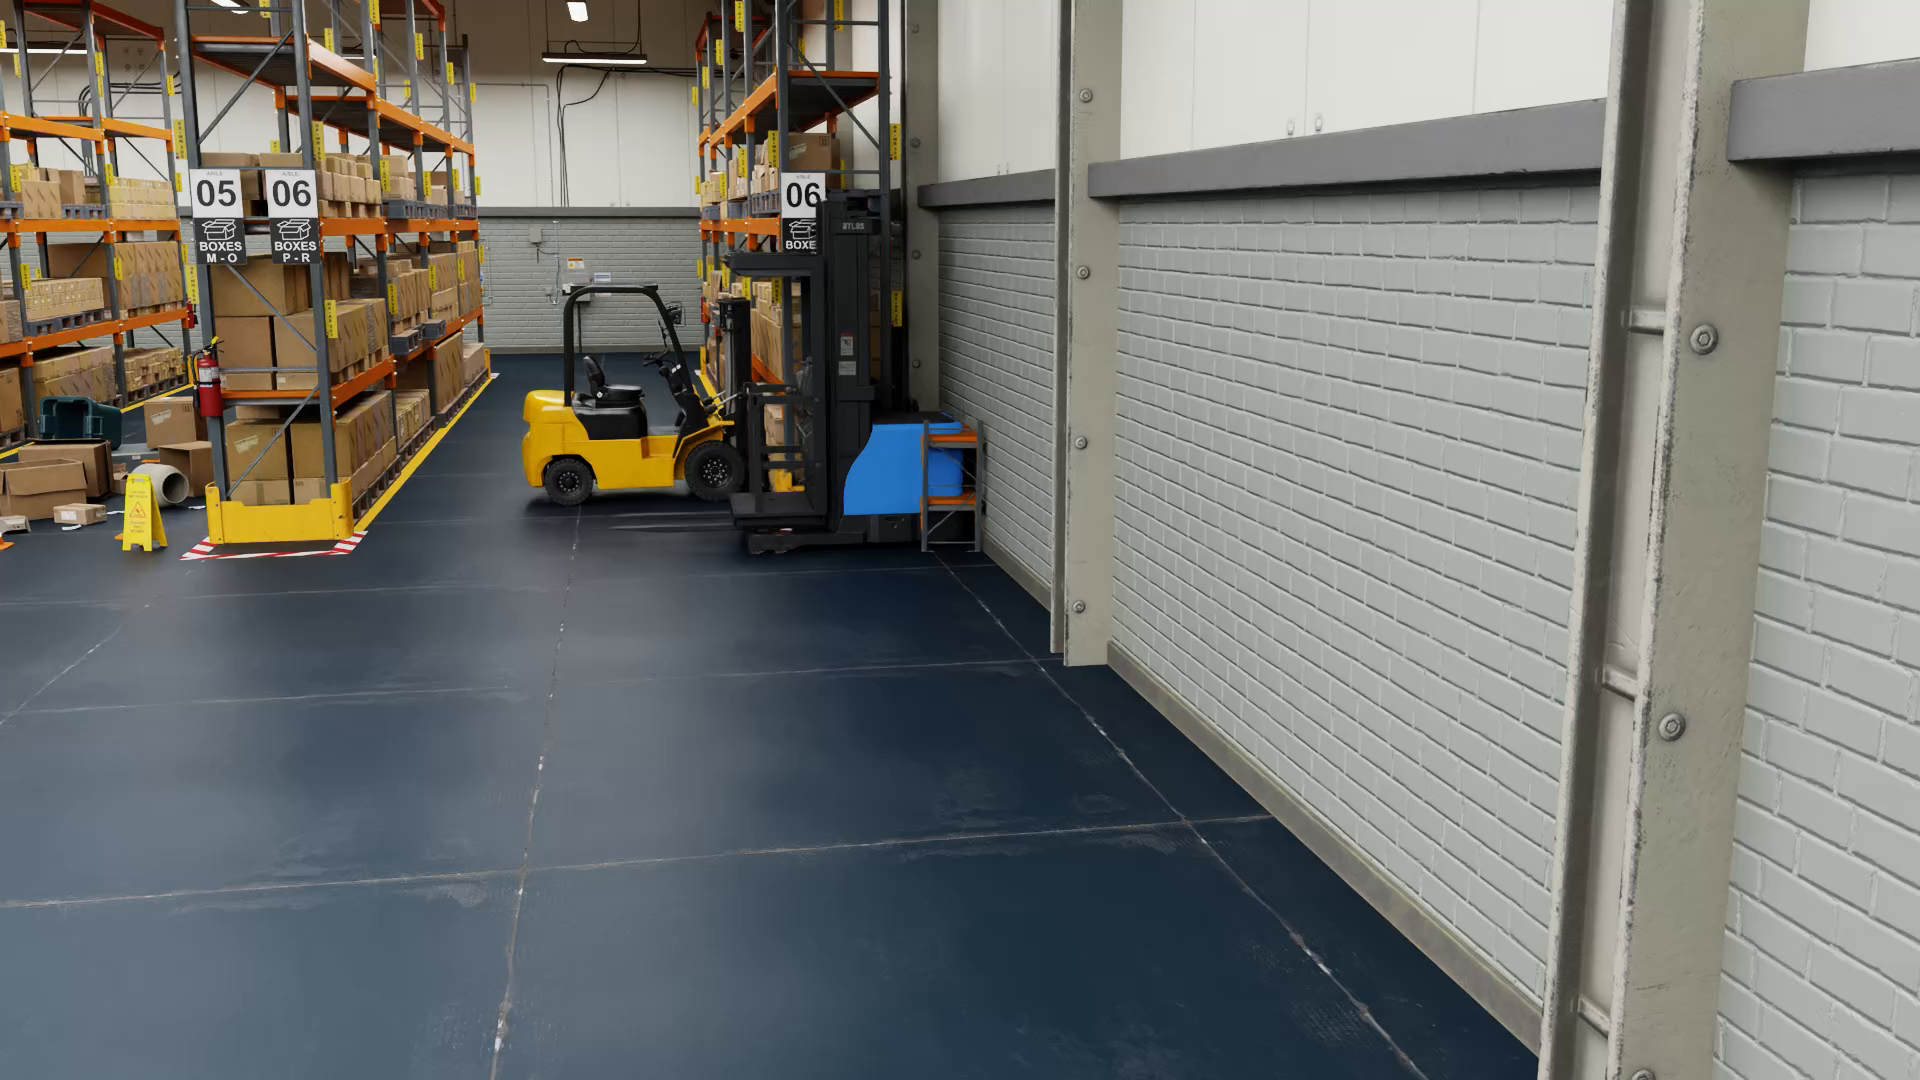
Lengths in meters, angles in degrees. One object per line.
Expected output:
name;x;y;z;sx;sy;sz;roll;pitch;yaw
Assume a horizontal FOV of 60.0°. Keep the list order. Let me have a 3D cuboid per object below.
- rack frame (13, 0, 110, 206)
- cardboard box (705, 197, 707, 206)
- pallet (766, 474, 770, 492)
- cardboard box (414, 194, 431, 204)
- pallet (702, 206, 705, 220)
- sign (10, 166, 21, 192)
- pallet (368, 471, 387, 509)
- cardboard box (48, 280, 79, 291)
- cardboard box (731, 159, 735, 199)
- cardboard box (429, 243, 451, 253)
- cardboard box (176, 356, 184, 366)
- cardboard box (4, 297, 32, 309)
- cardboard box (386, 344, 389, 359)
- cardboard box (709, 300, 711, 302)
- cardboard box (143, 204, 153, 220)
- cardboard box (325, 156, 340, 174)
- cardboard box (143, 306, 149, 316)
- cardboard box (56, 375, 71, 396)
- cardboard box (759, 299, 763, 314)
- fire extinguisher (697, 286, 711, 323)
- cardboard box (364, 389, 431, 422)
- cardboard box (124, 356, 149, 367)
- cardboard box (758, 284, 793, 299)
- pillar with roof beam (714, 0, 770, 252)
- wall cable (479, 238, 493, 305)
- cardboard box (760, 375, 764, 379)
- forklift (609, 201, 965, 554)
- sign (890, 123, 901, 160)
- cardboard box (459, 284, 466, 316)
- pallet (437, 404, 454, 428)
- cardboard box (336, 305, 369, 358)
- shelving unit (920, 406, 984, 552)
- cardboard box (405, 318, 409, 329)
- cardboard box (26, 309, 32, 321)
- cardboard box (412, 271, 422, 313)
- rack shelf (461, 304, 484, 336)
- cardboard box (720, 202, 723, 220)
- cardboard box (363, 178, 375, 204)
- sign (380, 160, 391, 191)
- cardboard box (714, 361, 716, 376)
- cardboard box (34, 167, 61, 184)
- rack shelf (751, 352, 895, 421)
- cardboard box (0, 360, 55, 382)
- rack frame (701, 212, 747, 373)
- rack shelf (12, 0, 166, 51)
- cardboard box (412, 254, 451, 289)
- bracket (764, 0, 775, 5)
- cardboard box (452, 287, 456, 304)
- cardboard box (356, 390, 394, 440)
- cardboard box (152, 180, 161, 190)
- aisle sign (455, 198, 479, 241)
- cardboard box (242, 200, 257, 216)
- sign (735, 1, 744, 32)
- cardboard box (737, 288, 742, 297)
rack frame;-13.173;-6.426;24.390;1.000;3.000;0.127;-2;11;-11
cardboard box;-4.099;-5.766;28.551;0.500;0.250;0.500;-2;11;-12
pallet;-1.559;-0.650;17.546;1.003;0.211;1.213;-2;11;-11
cardboard box;-7.823;-4.901;23.903;0.380;0.166;0.250;-1;11;-6
pallet;-3.411;-5.118;26.042;1.213;0.211;1.003;-2;11;-11
sign;-11.849;-4.530;20.859;0.100;0.325;0.005;-2;11;-11
pallet;-6.376;-0.494;16.728;1.003;0.211;1.213;-2;11;-11
cardboard box;-12.707;-3.597;23.532;0.380;0.149;0.250;-2;11;-13
cardboard box;-2.593;-4.672;21.542;0.700;0.500;0.500;-2;11;-12
cardboard box;-8.144;-4.604;26.185;0.380;0.149;0.250;-2;11;-12
cardboard box;-13.569;-3.078;28.551;0.380;0.149;0.250;-2;11;-13
cardboard box;-12.293;-3.070;21.557;0.380;0.149;0.250;-2;11;-8
cardboard box;-6.420;-2.039;18.058;0.380;0.149;0.250;-2;11;-12
cardboard box;-4.180;-4.113;28.955;0.380;0.149;0.250;-2;11;-10
cardboard box;-13.291;-5.257;26.672;0.500;0.250;0.500;-2;11;-8
cardboard box;-5.901;-3.433;15.230;0.380;0.149;0.250;-2;11;-11
cardboard box;-13.211;-3.659;26.570;0.380;0.149;0.250;-2;11;-8
cardboard box;-12.384;-1.955;22.506;0.500;0.500;0.500;-2;11;-10
cardboard box;-1.955;-2.501;17.810;0.380;0.149;0.250;-2;11;-12
fire extinguisher;-4.729;-4.381;30.896;0.296;0.674;0.183;-2;11;-11
cardboard box;-7.460;-1.755;21.800;0.950;0.372;0.625;-3;11;-15
cardboard box;-13.173;-2.841;26.513;0.380;0.149;0.250;-2;11;-10
cardboard box;-1.995;-2.694;18.029;0.380;0.149;0.250;-2;11;-10
pillar with roof beam;-8.110;-7.910;32.188;9.100;9.000;0.548;-2;11;-11
wall cable;-10.235;-5.959;35.180;0.585;1.953;0.123;-2;11;-11
cardboard box;-2.318;-1.807;21.394;0.875;0.625;0.625;-3;11;-13
forklift;-1.522;-1.426;14.349;3.031;2.935;1.130;-2;11;-10
sign;-0.590;-3.619;15.114;0.100;0.325;0.005;-2;11;-11
cardboard box;-8.172;-3.822;26.487;0.500;0.500;0.500;-2;11;-9
pallet;-7.639;-1.721;23.175;1.003;0.211;1.213;-2;11;-11
cardboard box;-6.135;-2.050;16.381;0.500;0.500;0.500;-2;11;-12
shelving unit;-0.126;-0.552;14.526;0.538;1.125;1.048;0;11;-7
cardboard box;-6.805;-2.595;19.858;0.380;0.149;0.250;-2;11;-11
cardboard box;-12.285;-2.917;21.551;0.380;0.149;0.250;-2;11;-12
cardboard box;-6.988;-3.085;20.697;0.500;0.500;0.500;-3;11;-15
rack shelf;-8.727;-3.691;27.989;1.077;0.370;4.000;-2;11;-11
cardboard box;-3.225;-4.794;24.240;0.500;0.250;0.500;-2;11;-11
cardboard box;-6.332;-3.592;17.131;0.500;0.250;0.500;-2;11;-12
sign;-6.251;-3.959;18.068;0.100;0.325;0.005;-2;11;-11
cardboard box;-3.935;-2.879;27.988;0.396;0.266;0.258;-2;11;-9
cardboard box;-13.002;-4.921;23.108;0.797;0.503;0.637;-2;11;-12
rack shelf;-1.524;-1.671;17.378;1.077;0.370;4.000;-2;11;-11
cardboard box;-12.292;-2.227;21.932;0.500;0.250;0.500;-3;11;-14
rack frame;-4.247;-4.592;30.801;1.000;3.000;0.127;-2;11;-11
rack shelf;-13.562;-8.072;26.074;1.077;0.370;4.000;-2;11;-11
cardboard box;-7.817;-3.957;24.520;0.500;0.500;0.500;-2;11;-9
bracket;-2.988;-8.645;26.424;0.235;0.232;0.430;-2;11;-11
cardboard box;-7.909;-3.686;25.103;0.500;0.250;0.500;-2;11;-10
cardboard box;-6.403;-1.335;17.915;0.500;0.500;0.500;-2;11;-12
cardboard box;-13.438;-5.863;27.454;0.380;0.149;0.250;-2;11;-10
aisle sign;-8.825;-5.713;29.735;0.394;0.787;0.004;-2;11;-11
cardboard box;-6.347;-2.882;14.465;0.380;0.149;0.250;-2;11;-11
sign;-2.443;-5.814;18.467;0.100;0.325;0.005;-2;11;-11
cardboard box;-2.603;-3.093;20.921;0.380;0.149;0.250;-2;11;-13
